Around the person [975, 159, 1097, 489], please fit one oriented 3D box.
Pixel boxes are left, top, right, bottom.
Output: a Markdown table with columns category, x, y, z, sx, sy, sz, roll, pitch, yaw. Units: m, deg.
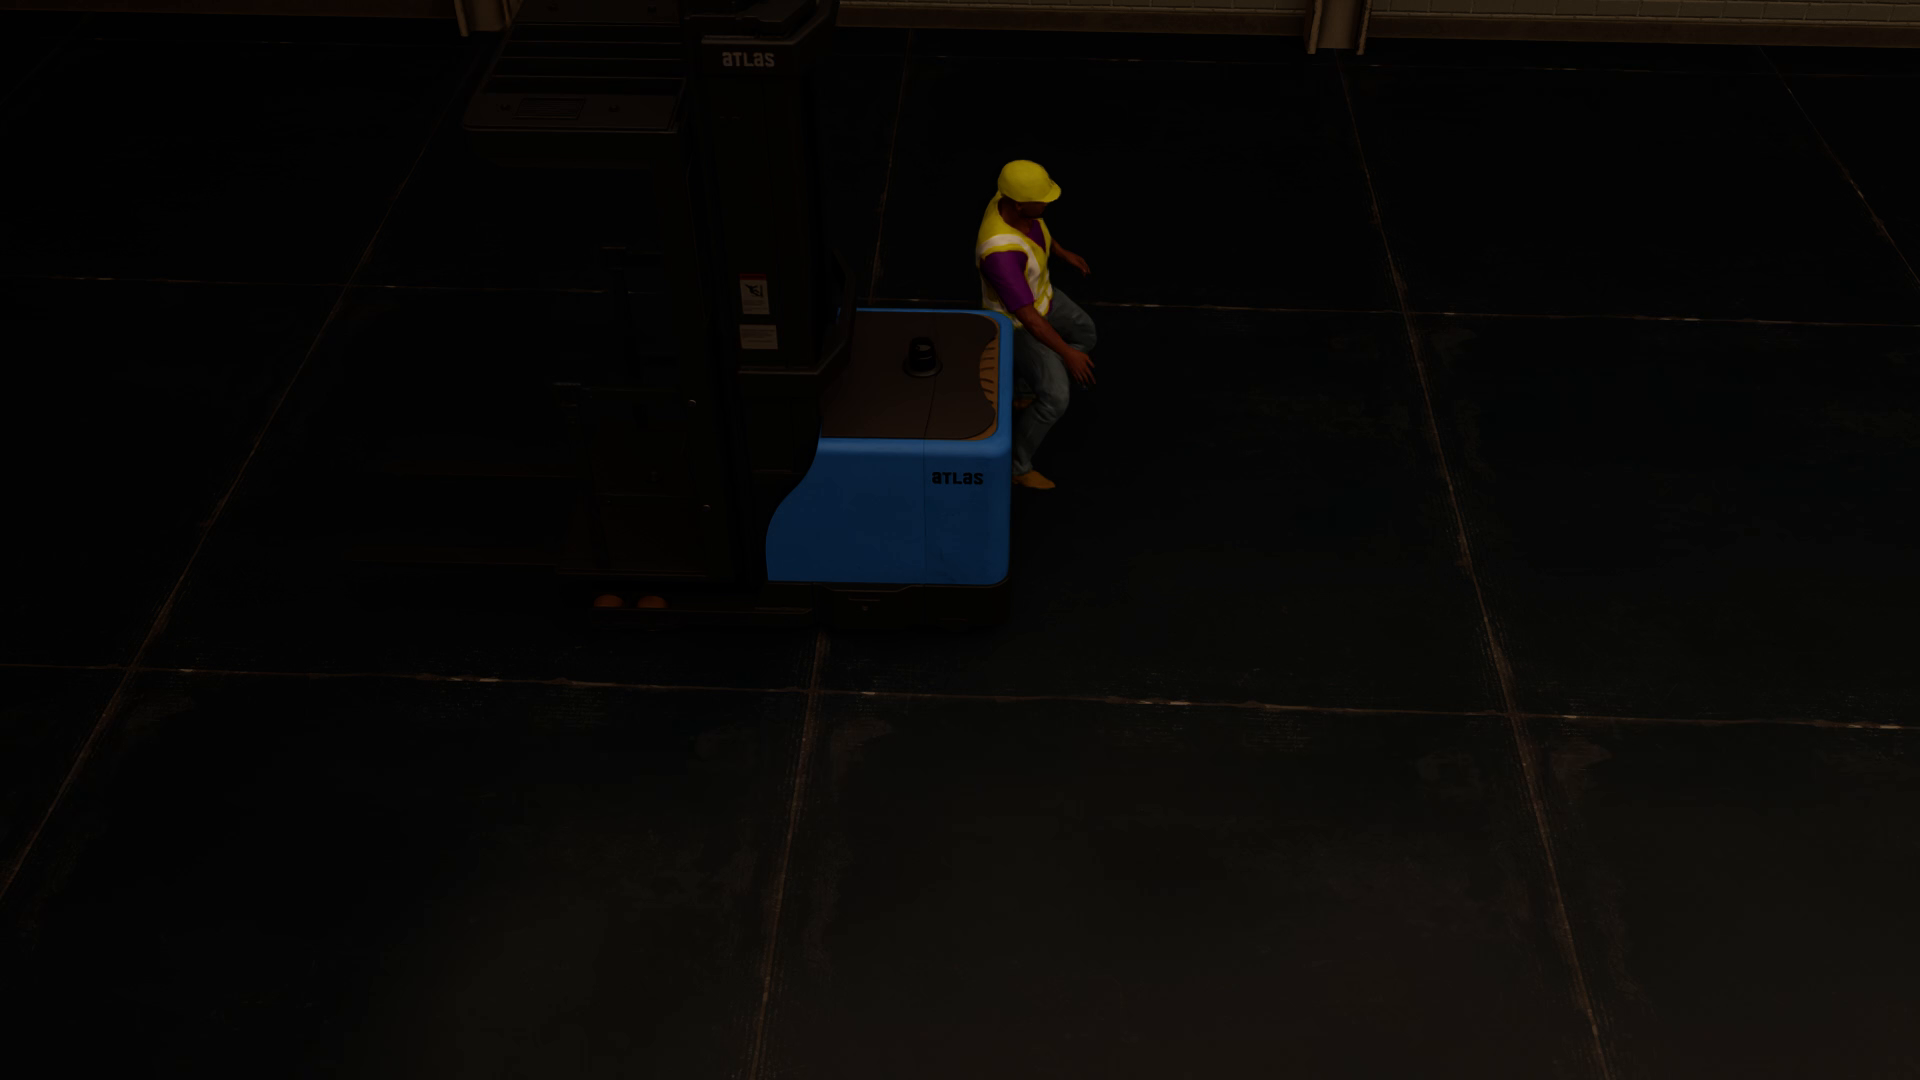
| category | x | y | z | sx | sy | sz | roll | pitch | yaw |
| --- | --- | --- | --- | --- | --- | --- | --- | --- | --- |
| person | 0.406 | -1.080 | 7.933 | 0.654 | 1.659 | 0.863 | 9 | 43 | 10 |

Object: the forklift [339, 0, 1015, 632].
| category | x | y | z | sx | sy | sz | roll | pitch | yaw |
| --- | --- | --- | --- | --- | --- | --- | --- | --- | --- |
| forklift | -1.276 | -1.029 | 6.869 | 3.031 | 2.935 | 1.130 | 1 | 42 | 1 |
